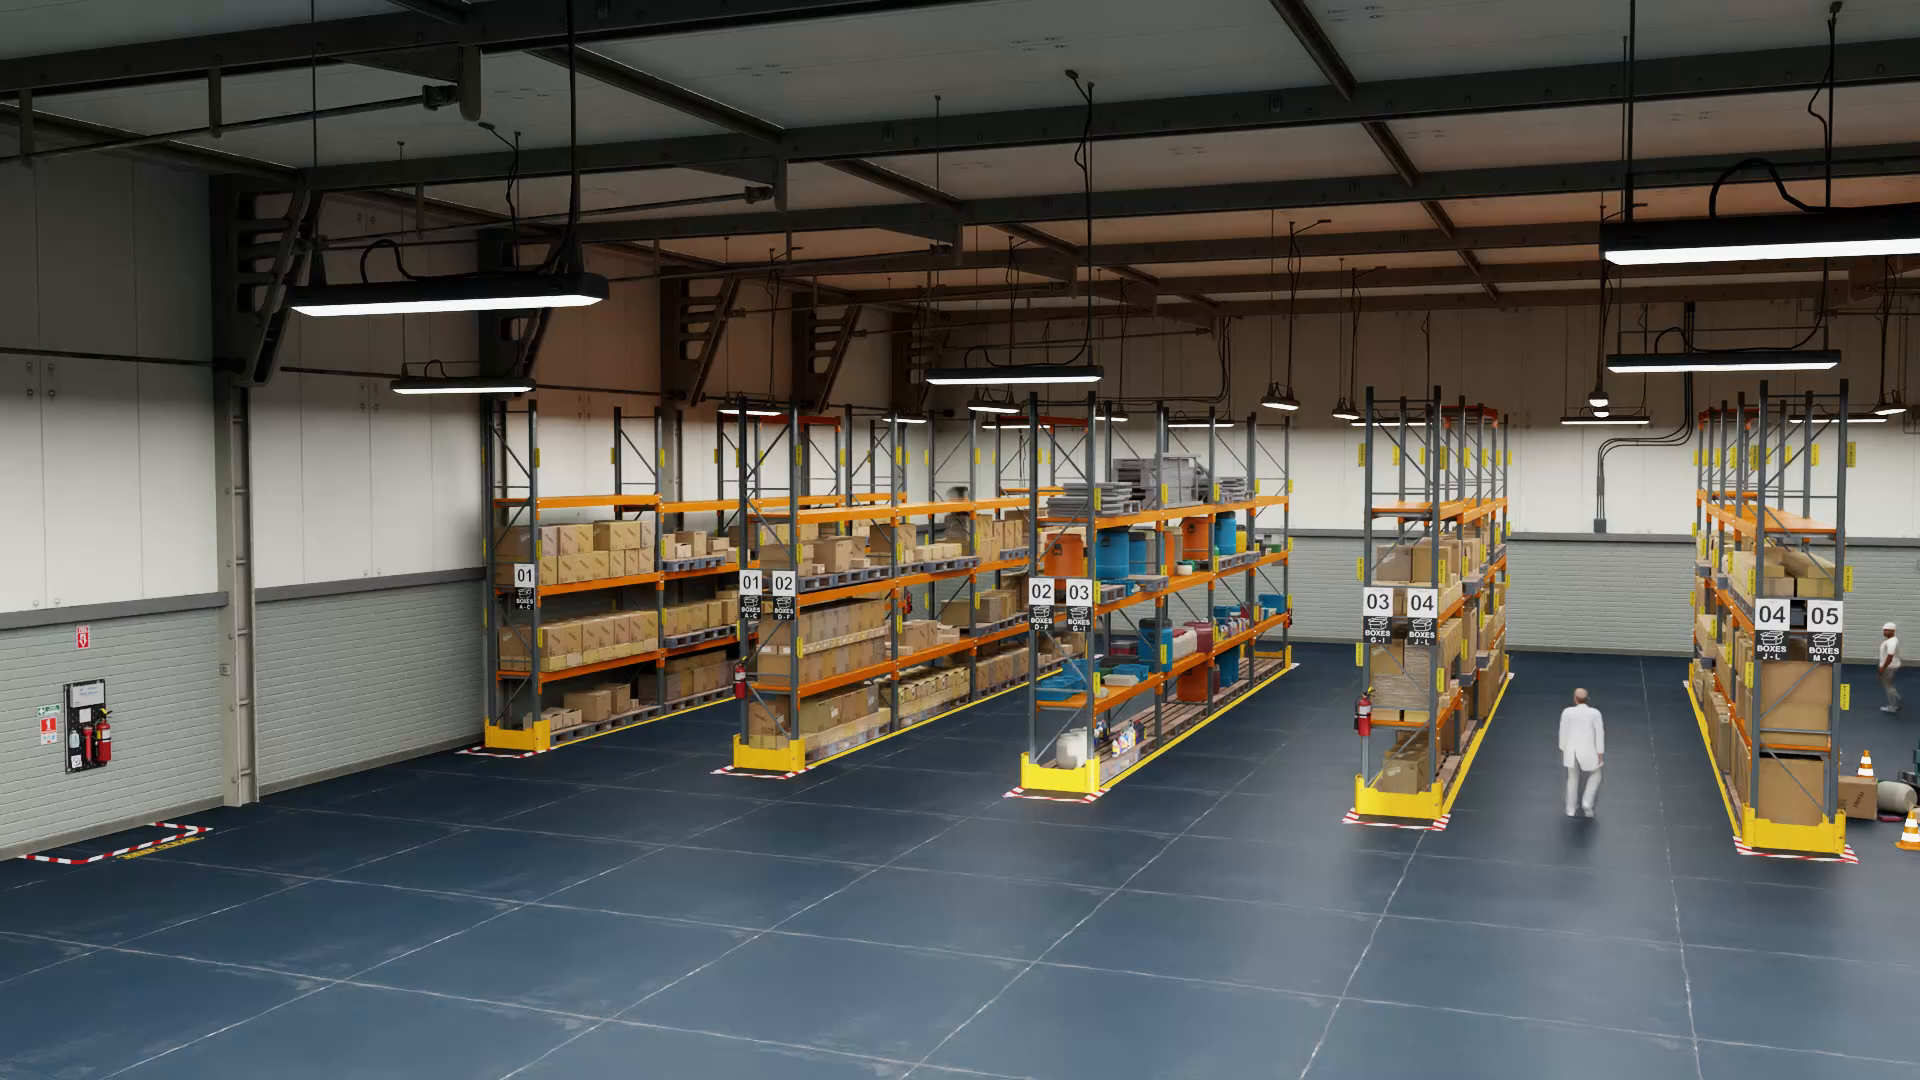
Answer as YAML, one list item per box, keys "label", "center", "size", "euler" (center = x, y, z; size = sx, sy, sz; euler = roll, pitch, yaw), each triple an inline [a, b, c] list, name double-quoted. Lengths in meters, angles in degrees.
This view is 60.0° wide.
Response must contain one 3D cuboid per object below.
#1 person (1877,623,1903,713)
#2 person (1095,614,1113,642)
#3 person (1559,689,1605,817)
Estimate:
- label: "person"
  center: [18.232, 2.499, 32.672]
  size: [0.628, 1.761, 0.495]
  euler: [-2, 3, -34]
- label: "person"
  center: [3.719, 1.972, 44.518]
  size: [0.616, 1.674, 1.016]
  euler: [-3, 4, -45]
- label: "person"
  center: [8.665, 2.976, 23.177]
  size: [0.628, 1.826, 0.521]
  euler: [3, 4, 44]
